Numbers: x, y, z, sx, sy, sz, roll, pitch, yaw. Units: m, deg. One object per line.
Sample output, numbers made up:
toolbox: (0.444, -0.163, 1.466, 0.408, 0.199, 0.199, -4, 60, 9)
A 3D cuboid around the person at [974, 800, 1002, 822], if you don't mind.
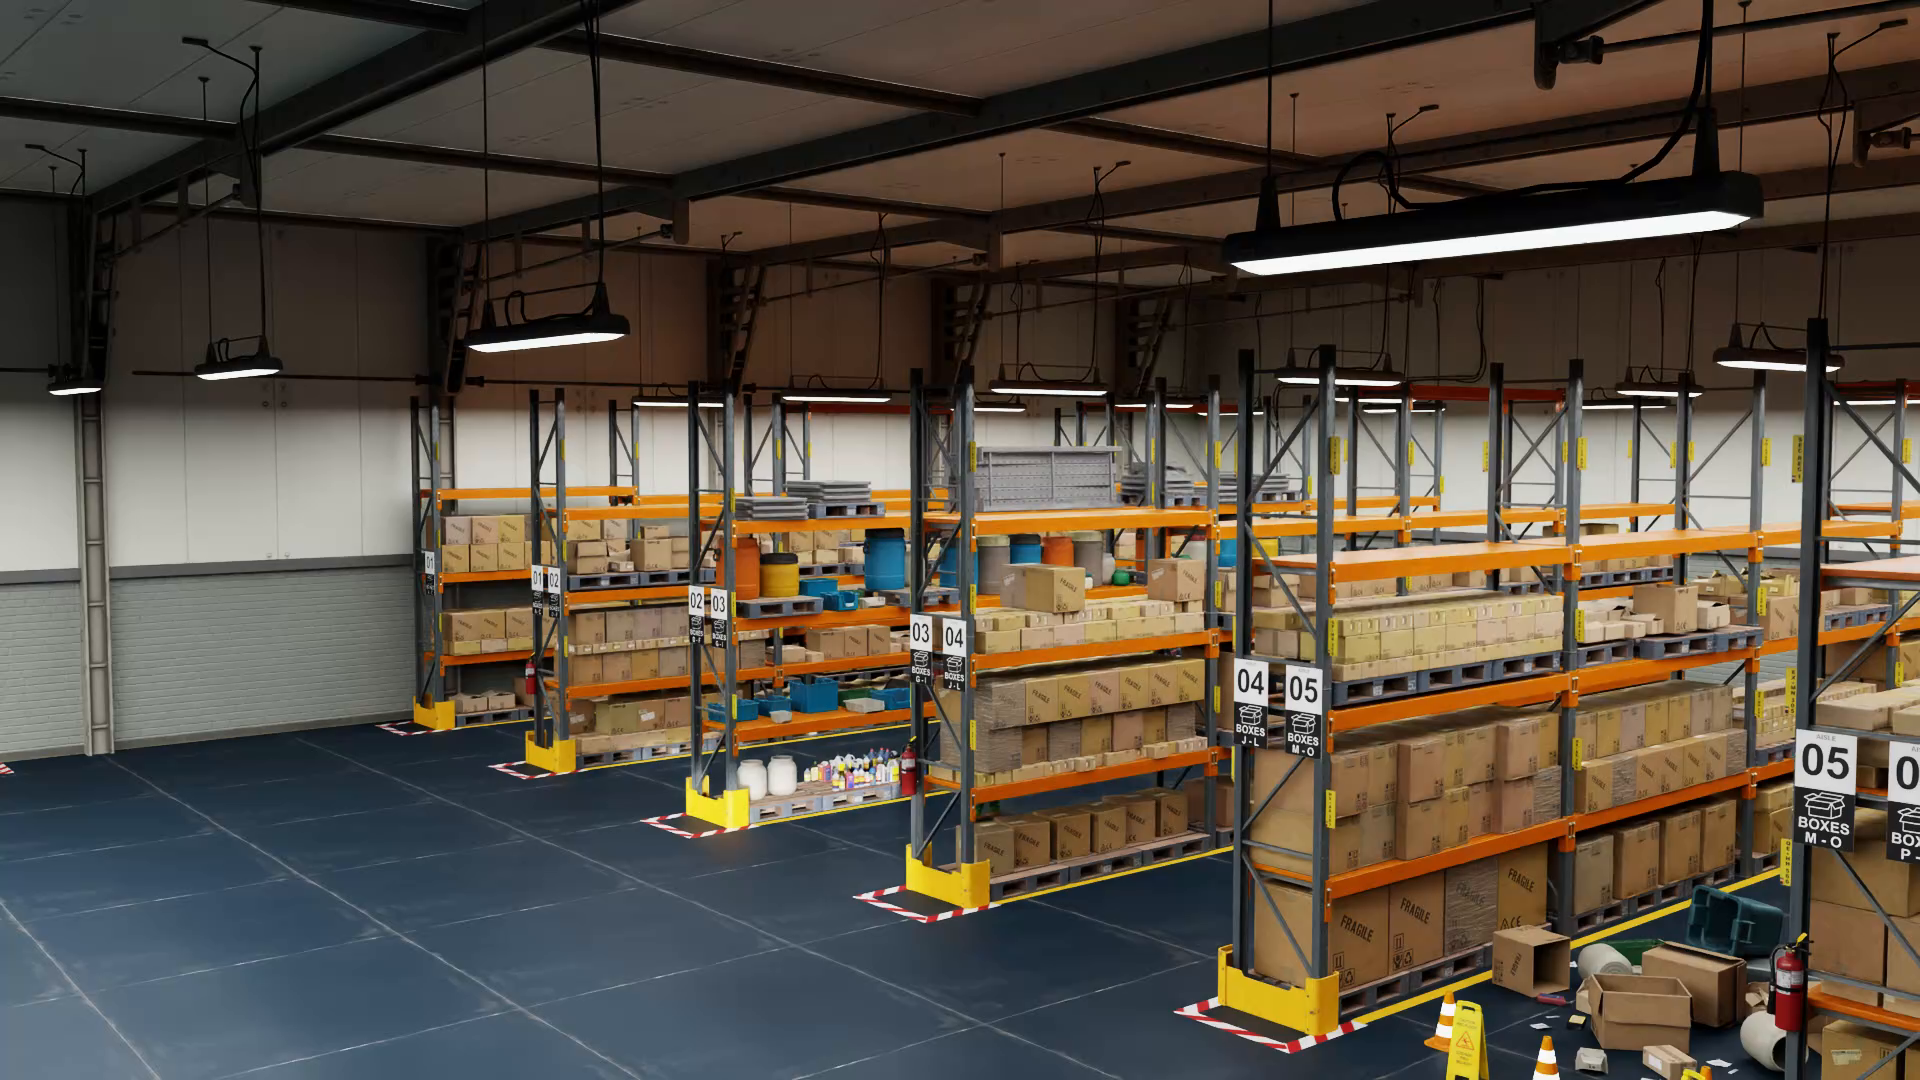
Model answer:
person: (0.272, 2.932, 22.729, 0.639, 1.791, 0.623, -1, 3, -13)
